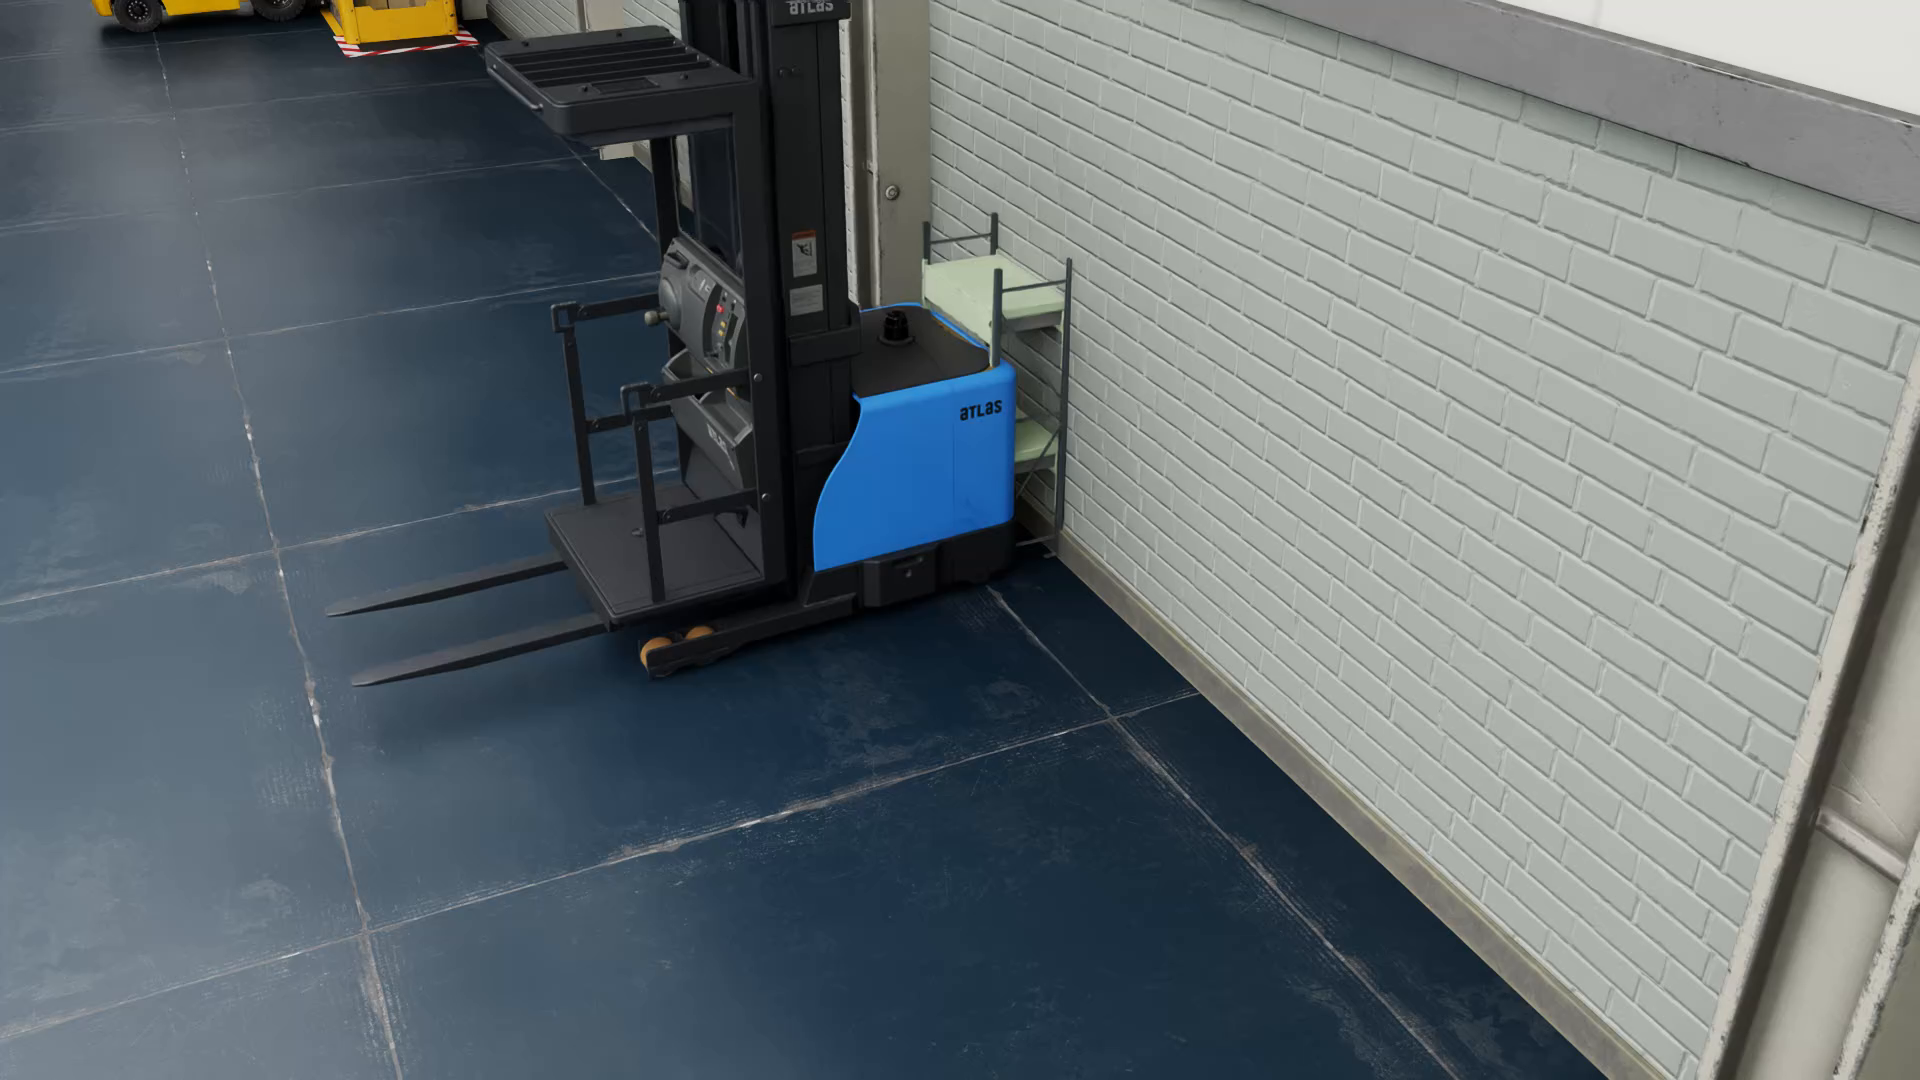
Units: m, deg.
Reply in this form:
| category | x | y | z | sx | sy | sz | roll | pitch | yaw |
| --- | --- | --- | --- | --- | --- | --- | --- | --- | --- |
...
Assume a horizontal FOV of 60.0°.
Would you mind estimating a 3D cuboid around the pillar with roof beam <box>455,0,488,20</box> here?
| category | x | y | z | sx | sy | sz | roll | pitch | yaw |
| --- | --- | --- | --- | --- | --- | --- | --- | --- | --- |
| pillar with roof beam | -9.407 | -8.971 | 15.047 | 9.100 | 9.000 | 0.400 | -13 | 32 | -22 |

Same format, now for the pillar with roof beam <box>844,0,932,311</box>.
| category | x | y | z | sx | sy | sz | roll | pitch | yaw |
| --- | --- | --- | --- | --- | --- | --- | --- | --- | --- |
| pillar with roof beam | -4.255 | -3.670 | 5.594 | 9.100 | 9.000 | 0.400 | -13 | 32 | -22 |

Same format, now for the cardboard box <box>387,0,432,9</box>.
| category | x | y | z | sx | sy | sz | roll | pitch | yaw |
| --- | --- | --- | --- | --- | --- | --- | --- | --- | --- |
| cardboard box | -6.068 | -6.003 | 18.271 | 0.500 | 0.250 | 0.500 | -13 | 32 | -22 |

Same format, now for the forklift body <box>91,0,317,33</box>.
| category | x | y | z | sx | sy | sz | roll | pitch | yaw |
| --- | --- | --- | --- | --- | --- | --- | --- | --- | --- |
| forklift body | -8.496 | -6.846 | 18.259 | 2.313 | 2.155 | 1.214 | -13 | 32 | -22 |

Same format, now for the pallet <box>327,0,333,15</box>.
| category | x | y | z | sx | sy | sz | roll | pitch | yaw |
| --- | --- | --- | --- | --- | --- | --- | --- | --- | --- |
| pallet | -6.920 | -6.412 | 19.469 | 1.003 | 0.211 | 1.213 | -13 | 32 | -22 |

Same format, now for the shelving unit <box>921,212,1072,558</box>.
| category | x | y | z | sx | sy | sz | roll | pitch | yaw |
| --- | --- | --- | --- | --- | --- | --- | --- | --- | --- |
| shelving unit | 0.158 | -0.712 | 7.954 | 0.431 | 1.500 | 0.755 | -13 | 31 | -23 |

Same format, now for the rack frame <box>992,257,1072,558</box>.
| category | x | y | z | sx | sy | sz | roll | pitch | yaw |
| --- | --- | --- | --- | --- | --- | --- | --- | --- | --- |
| rack frame | 0.320 | -0.555 | 7.666 | 0.400 | 1.500 | 0.023 | -13 | 31 | -23 |

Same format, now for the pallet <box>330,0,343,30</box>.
| category | x | y | z | sx | sy | sz | roll | pitch | yaw |
| --- | --- | --- | --- | --- | --- | --- | --- | --- | --- |
| pallet | -6.400 | -5.874 | 18.509 | 1.003 | 0.211 | 1.213 | -13 | 32 | -22 |

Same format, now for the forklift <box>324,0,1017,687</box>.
| category | x | y | z | sx | sy | sz | roll | pitch | yaw |
| --- | --- | --- | --- | --- | --- | --- | --- | --- | --- |
| forklift | -1.279 | -0.983 | 7.006 | 3.031 | 2.935 | 1.130 | -15 | 32 | -24 |

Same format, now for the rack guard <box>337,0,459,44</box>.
| category | x | y | z | sx | sy | sz | roll | pitch | yaw |
| --- | --- | --- | --- | --- | --- | --- | --- | --- | --- |
| rack guard | -6.024 | -5.660 | 17.833 | 1.175 | 0.500 | 0.348 | -13 | 32 | -22 |

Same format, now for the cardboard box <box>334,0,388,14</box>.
| category | x | y | z | sx | sy | sz | roll | pitch | yaw |
| --- | --- | --- | --- | --- | --- | --- | --- | --- | --- |
| cardboard box | -6.521 | -5.886 | 18.062 | 0.500 | 0.250 | 0.500 | -13 | 32 | -22 |

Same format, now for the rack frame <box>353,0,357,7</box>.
| category | x | y | z | sx | sy | sz | roll | pitch | yaw |
| --- | --- | --- | --- | --- | --- | --- | --- | --- | --- |
| rack frame | -6.034 | -6.761 | 17.241 | 1.000 | 3.000 | 0.127 | -13 | 32 | -22 |

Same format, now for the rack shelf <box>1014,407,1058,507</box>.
| category | x | y | z | sx | sy | sz | roll | pitch | yaw |
| --- | --- | --- | --- | --- | --- | --- | --- | --- | --- |
| rack shelf | 0.153 | -0.425 | 8.108 | 0.431 | 0.370 | 0.720 | -13 | 31 | -23 |

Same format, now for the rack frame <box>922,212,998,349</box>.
| category | x | y | z | sx | sy | sz | roll | pitch | yaw |
| --- | --- | --- | --- | --- | --- | --- | --- | --- | --- |
| rack frame | -0.005 | -0.869 | 8.242 | 0.400 | 1.500 | 0.023 | -13 | 31 | -23 |

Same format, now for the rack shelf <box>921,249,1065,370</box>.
| category | x | y | z | sx | sy | sz | roll | pitch | yaw |
| --- | --- | --- | --- | --- | --- | --- | --- | --- | --- |
| rack shelf | 0.163 | -1.056 | 7.770 | 0.431 | 0.370 | 0.720 | -13 | 31 | -23 |

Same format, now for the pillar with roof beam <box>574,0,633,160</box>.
| category | x | y | z | sx | sy | sz | roll | pitch | yaw |
| --- | --- | --- | --- | --- | --- | --- | --- | --- | --- |
| pillar with roof beam | -6.831 | -6.320 | 10.321 | 9.100 | 9.000 | 0.400 | -13 | 32 | -22 |

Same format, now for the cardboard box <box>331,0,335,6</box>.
| category | x | y | z | sx | sy | sz | roll | pitch | yaw |
| --- | --- | --- | --- | --- | --- | --- | --- | --- | --- |
| cardboard box | -6.726 | -6.108 | 18.458 | 0.500 | 0.250 | 0.500 | -13 | 32 | -22 |
